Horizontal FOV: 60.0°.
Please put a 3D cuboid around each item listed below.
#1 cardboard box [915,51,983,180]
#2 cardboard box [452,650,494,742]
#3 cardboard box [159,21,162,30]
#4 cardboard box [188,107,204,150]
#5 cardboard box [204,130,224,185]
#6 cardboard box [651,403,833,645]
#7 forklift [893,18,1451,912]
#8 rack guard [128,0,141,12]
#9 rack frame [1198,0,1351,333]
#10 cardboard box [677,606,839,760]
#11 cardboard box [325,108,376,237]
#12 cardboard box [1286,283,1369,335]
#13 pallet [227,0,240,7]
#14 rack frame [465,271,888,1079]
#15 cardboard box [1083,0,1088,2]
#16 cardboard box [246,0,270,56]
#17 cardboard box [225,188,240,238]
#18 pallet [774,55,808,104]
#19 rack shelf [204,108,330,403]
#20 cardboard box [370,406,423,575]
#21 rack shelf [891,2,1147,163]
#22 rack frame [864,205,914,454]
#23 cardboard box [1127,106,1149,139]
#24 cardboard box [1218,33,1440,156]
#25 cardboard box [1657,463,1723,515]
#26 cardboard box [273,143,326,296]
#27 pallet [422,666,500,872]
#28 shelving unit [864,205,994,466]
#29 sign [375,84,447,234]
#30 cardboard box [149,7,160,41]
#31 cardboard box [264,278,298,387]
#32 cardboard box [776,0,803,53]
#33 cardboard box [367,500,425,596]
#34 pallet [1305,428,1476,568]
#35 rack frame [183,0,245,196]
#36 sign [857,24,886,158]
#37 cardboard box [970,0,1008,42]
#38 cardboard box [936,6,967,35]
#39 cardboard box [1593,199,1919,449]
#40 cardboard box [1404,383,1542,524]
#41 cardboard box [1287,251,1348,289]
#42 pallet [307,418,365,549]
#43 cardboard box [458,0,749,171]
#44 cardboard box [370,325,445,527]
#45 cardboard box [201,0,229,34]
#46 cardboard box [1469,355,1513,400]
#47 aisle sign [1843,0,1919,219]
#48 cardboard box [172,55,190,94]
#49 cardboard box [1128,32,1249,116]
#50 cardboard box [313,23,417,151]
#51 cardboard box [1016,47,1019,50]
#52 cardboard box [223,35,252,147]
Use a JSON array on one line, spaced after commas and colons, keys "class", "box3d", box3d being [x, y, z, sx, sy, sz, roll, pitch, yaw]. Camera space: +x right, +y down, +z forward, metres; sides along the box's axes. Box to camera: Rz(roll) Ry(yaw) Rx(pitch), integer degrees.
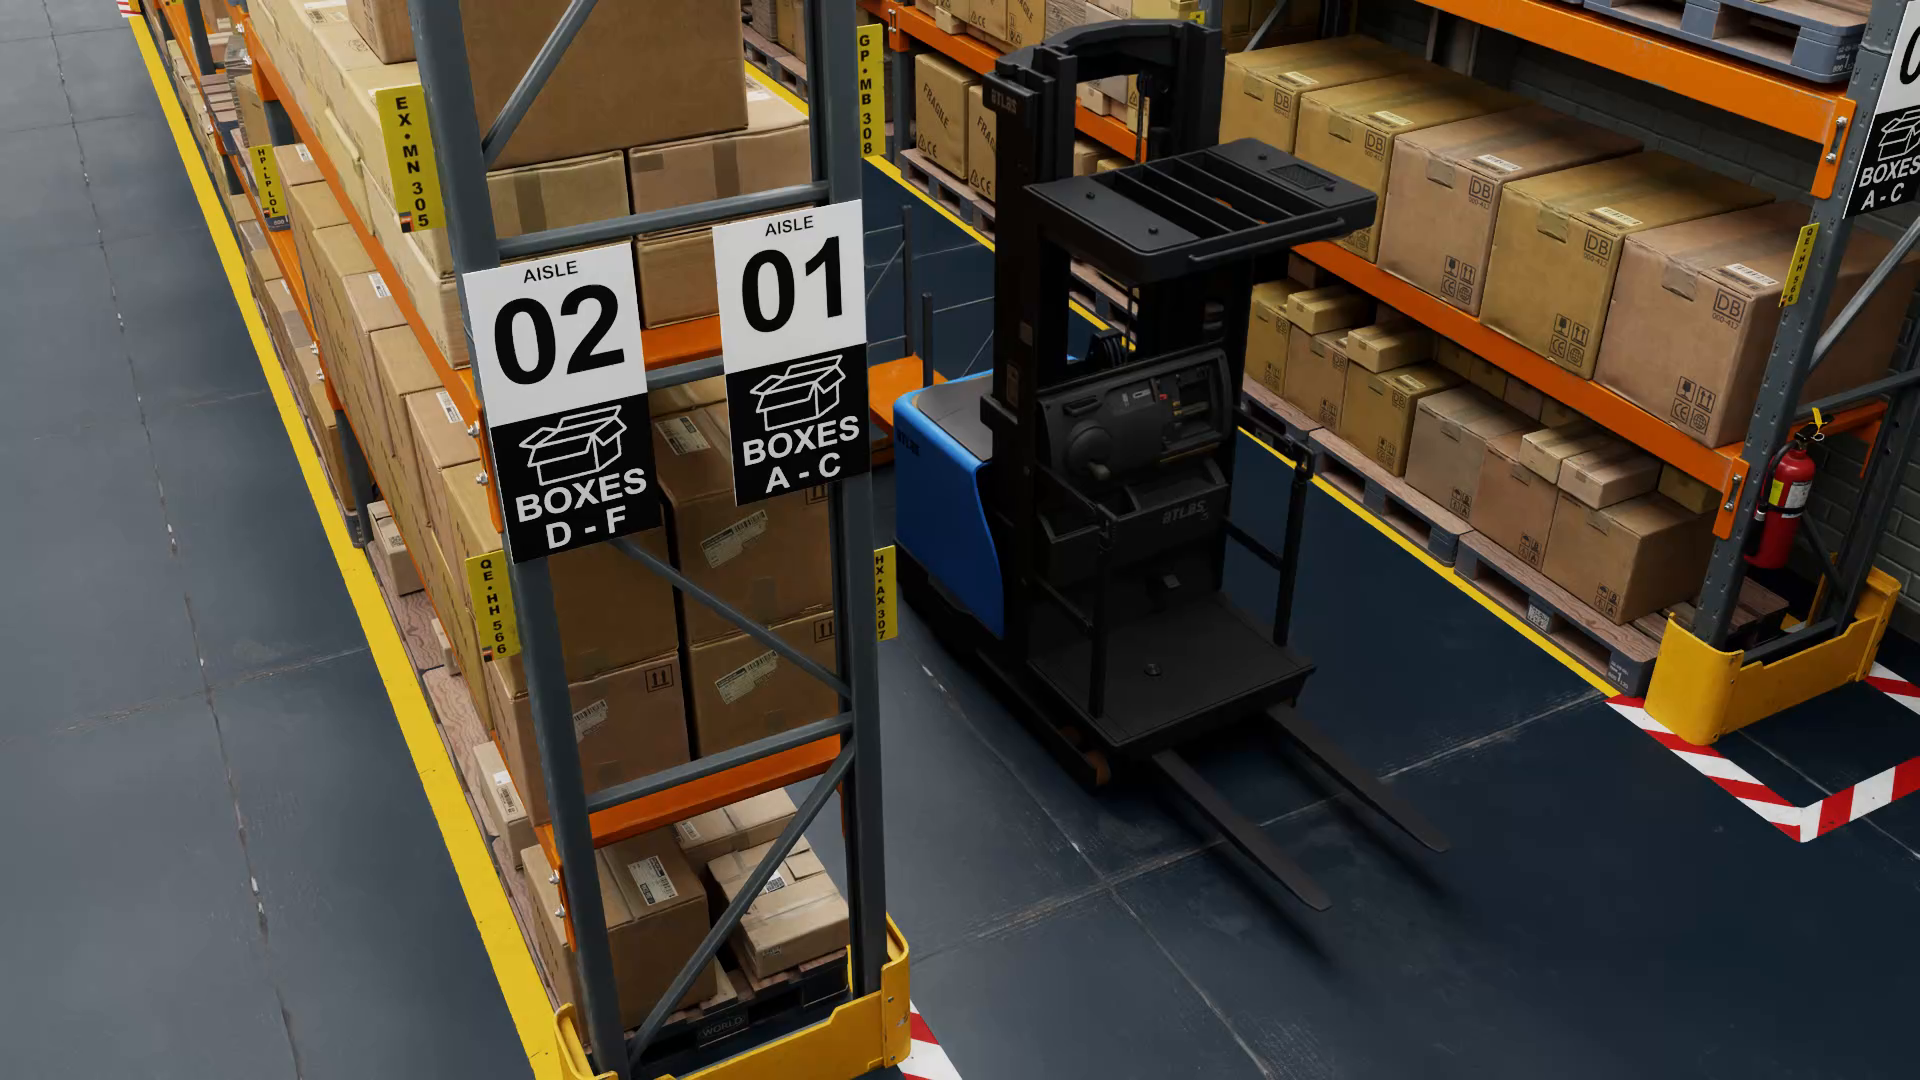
[{"class": "cardboard box", "box3d": [0.164, -3.288, 12.704, 0.750, 0.750, 0.750, -16, 36, -24]}, {"class": "cardboard box", "box3d": [-1.698, 0.518, 7.067, 0.797, 0.503, 0.637, -16, 36, -23]}, {"class": "cardboard box", "box3d": [-6.941, -4.804, 14.932, 0.500, 0.500, 0.500, -16, 36, -23]}, {"class": "cardboard box", "box3d": [-5.858, -3.335, 13.334, 0.500, 0.250, 0.500, -17, 36, -25]}, {"class": "cardboard box", "box3d": [-5.153, -2.842, 12.045, 0.500, 0.311, 0.500, -16, 36, -24]}, {"class": "cardboard box", "box3d": [-0.687, -0.076, 5.068, 0.500, 0.500, 0.500, -15, 35, -22]}, {"class": "forklift", "box3d": [0.854, -0.459, 6.750, 1.130, 2.935, 3.031, -18, 37, -25]}, {"class": "rack guard", "box3d": [-8.184, -5.929, 17.541, 1.175, 0.500, 0.348, -16, 36, -23]}, {"class": "rack frame", "box3d": [1.802, -2.491, 9.858, 1.000, 3.000, 0.127, -16, 36, -23]}, {"class": "cardboard box", "box3d": [-0.687, 0.345, 5.337, 0.500, 0.500, 0.500, -15, 36, -22]}, {"class": "cardboard box", "box3d": [-1.654, -1.190, 5.185, 0.500, 0.250, 0.500, -16, 36, -23]}, {"class": "cardboard box", "box3d": [2.059, -1.296, 9.320, 0.380, 0.149, 0.250, -15, 35, -22]}, {"class": "pallet", "box3d": [-2.820, -2.756, 7.665, 1.213, 0.211, 1.003, -16, 36, -23]}, {"class": "rack frame", "box3d": [-0.713, 0.666, 4.930, 1.000, 3.000, 0.127, -16, 36, -23]}, {"class": "cardboard box", "box3d": [0.891, -3.631, 10.555, 0.500, 0.250, 0.500, -15, 36, -22]}, {"class": "cardboard box", "box3d": [-2.570, -2.149, 6.682, 0.500, 0.250, 0.500, -16, 36, -23]}, {"class": "cardboard box", "box3d": [-4.904, -2.361, 11.814, 0.500, 0.250, 0.500, -15, 36, -22]}, {"class": "pallet", "box3d": [-0.991, -4.181, 15.080, 1.003, 0.211, 1.213, -16, 36, -23]}, {"class": "rack shelf", "box3d": [-3.511, -1.895, 9.594, 1.077, 0.370, 4.000, -16, 36, -23]}, {"class": "cardboard box", "box3d": [-1.870, -0.248, 6.264, 0.500, 0.500, 0.500, -16, 36, -24]}, {"class": "rack shelf", "box3d": [0.870, -3.143, 11.541, 1.077, 0.370, 4.000, -16, 36, -23]}, {"class": "rack frame", "box3d": [-0.475, -1.046, 8.993, 0.500, 1.500, 0.032, -18, 37, -25]}, {"class": "cardboard box", "box3d": [1.256, -2.598, 10.239, 0.380, 0.149, 0.250, -15, 36, -22]}, {"class": "cardboard box", "box3d": [2.041, -2.354, 9.366, 0.980, 0.700, 0.700, -15, 36, -22]}, {"class": "cardboard box", "box3d": [3.488, -0.279, 7.732, 0.380, 0.149, 0.250, -16, 36, -23]}, {"class": "cardboard box", "box3d": [-2.607, -1.411, 7.152, 0.500, 0.500, 0.500, -15, 36, -22]}, {"class": "pallet", "box3d": [-1.686, 0.842, 7.240, 1.003, 0.211, 1.213, -16, 36, -23]}, {"class": "shelving unit", "box3d": [-0.211, -0.807, 8.619, 0.587, 1.500, 1.083, -18, 37, -25]}, {"class": "sign", "box3d": [-1.214, -0.840, 3.679, 0.100, 0.325, 0.005, -16, 36, -23]}, {"class": "cardboard box", "box3d": [-7.422, -4.961, 15.872, 0.500, 0.250, 0.500, -16, 36, -23]}, {"class": "cardboard box", "box3d": [-3.757, -1.259, 9.844, 0.500, 0.500, 0.500, -17, 36, -25]}, {"class": "cardboard box", "box3d": [-1.284, -4.861, 15.465, 0.700, 0.500, 0.500, -17, 36, -24]}, {"class": "cardboard box", "box3d": [-2.574, -0.042, 8.119, 0.500, 0.311, 0.500, -16, 36, -23]}, {"class": "pallet", "box3d": [2.660, -0.351, 9.103, 1.003, 0.211, 1.213, -16, 36, -23]}, {"class": "rack frame", "box3d": [-4.443, -3.152, 10.890, 1.000, 3.000, 0.127, -16, 36, -23]}, {"class": "sign", "box3d": [-0.233, -1.102, 4.099, 0.100, 0.325, 0.005, -16, 36, -23]}, {"class": "cardboard box", "box3d": [0.404, -3.790, 11.498, 0.500, 0.500, 0.500, -16, 36, -23]}, {"class": "cardboard box", "box3d": [0.045, -3.817, 12.141, 0.380, 0.149, 0.250, -15, 35, -22]}, {"class": "cardboard box", "box3d": [3.421, -0.949, 7.173, 0.980, 0.700, 0.700, -14, 35, -21]}, {"class": "cardboard box", "box3d": [2.784, -0.494, 8.668, 0.700, 0.500, 0.500, -17, 36, -25]}, {"class": "cardboard box", "box3d": [2.168, -1.625, 9.832, 0.380, 0.149, 0.250, -16, 36, -23]}, {"class": "pallet", "box3d": [-2.991, -0.448, 9.253, 1.003, 0.211, 1.213, -16, 36, -23]}, {"class": "cardboard box", "box3d": [-0.967, -1.302, 4.201, 0.700, 0.500, 0.500, -16, 36, -23]}, {"class": "cardboard box", "box3d": [-1.646, -0.428, 5.618, 0.500, 0.500, 0.500, -15, 36, -22]}, {"class": "cardboard box", "box3d": [-5.240, -3.991, 12.106, 0.500, 0.500, 0.500, -18, 37, -26]}, {"class": "cardboard box", "box3d": [2.895, -0.884, 8.675, 0.380, 0.149, 0.250, -15, 36, -23]}, {"class": "aisle sign", "box3d": [3.435, -1.567, 6.005, 0.394, 0.787, 0.004, -16, 36, -23]}, {"class": "cardboard box", "box3d": [-6.107, -3.816, 13.566, 0.500, 0.311, 0.500, -16, 36, -24]}, {"class": "cardboard box", "box3d": [1.364, -2.824, 9.990, 0.500, 0.500, 0.500, -16, 36, -24]}, {"class": "cardboard box", "box3d": [-1.641, -1.404, 5.056, 0.500, 0.250, 0.500, -16, 36, -23]}, {"class": "cardboard box", "box3d": [0.611, -3.358, 11.425, 0.380, 0.149, 0.250, -16, 36, -23]}, {"class": "cardboard box", "box3d": [-3.792, -2.614, 9.568, 0.700, 0.500, 0.500, -9, 34, -14]}]
